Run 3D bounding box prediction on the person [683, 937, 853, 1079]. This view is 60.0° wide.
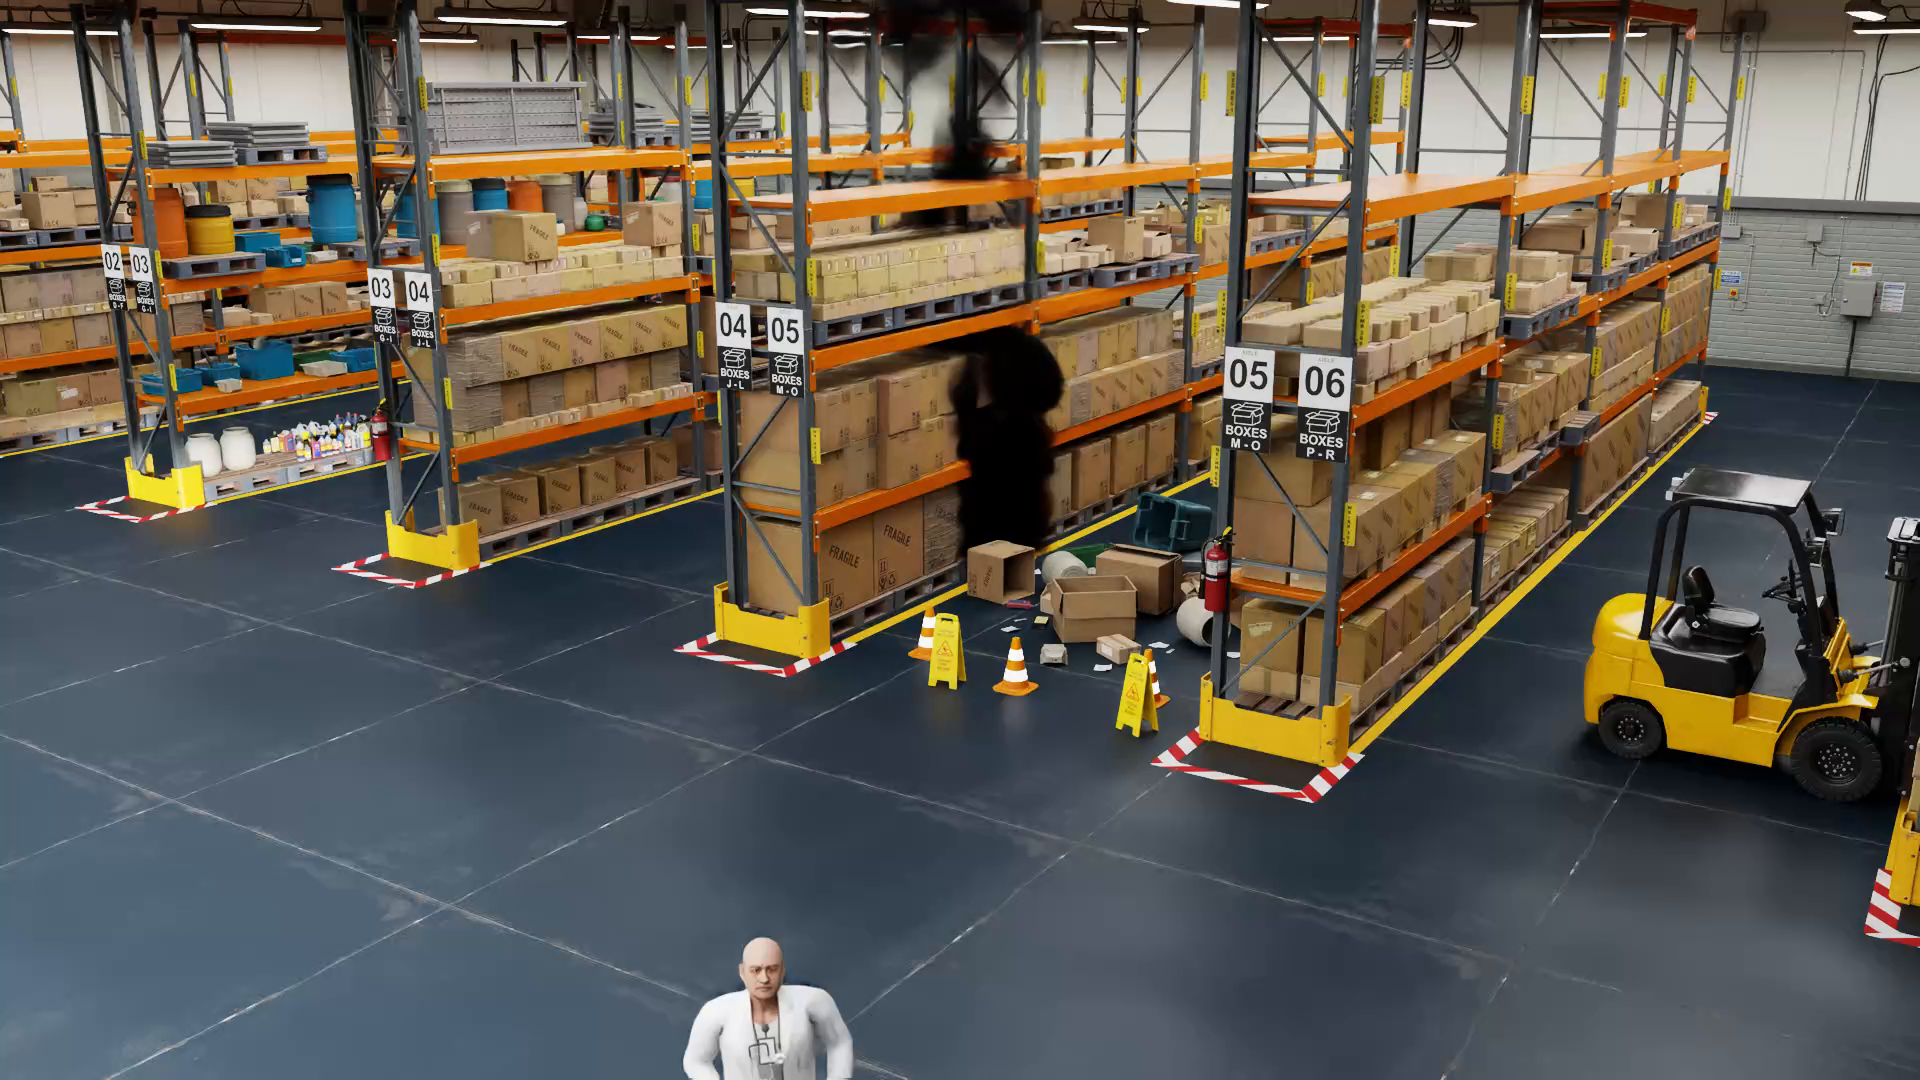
[{"bbox_3d":[-0.811,2.487,7.148,0.722,1.725,0.711,-3,16,-12],"label":"person"}]

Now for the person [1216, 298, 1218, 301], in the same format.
[{"bbox_3d":[4.356,-3.237,27.841,0.597,1.670,0.674,10,19,33],"label":"person"}]

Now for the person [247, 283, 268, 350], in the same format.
[{"bbox_3d":[-12.445,-3.760,29.682,0.572,1.658,0.822,6,17,22],"label":"person"}]
